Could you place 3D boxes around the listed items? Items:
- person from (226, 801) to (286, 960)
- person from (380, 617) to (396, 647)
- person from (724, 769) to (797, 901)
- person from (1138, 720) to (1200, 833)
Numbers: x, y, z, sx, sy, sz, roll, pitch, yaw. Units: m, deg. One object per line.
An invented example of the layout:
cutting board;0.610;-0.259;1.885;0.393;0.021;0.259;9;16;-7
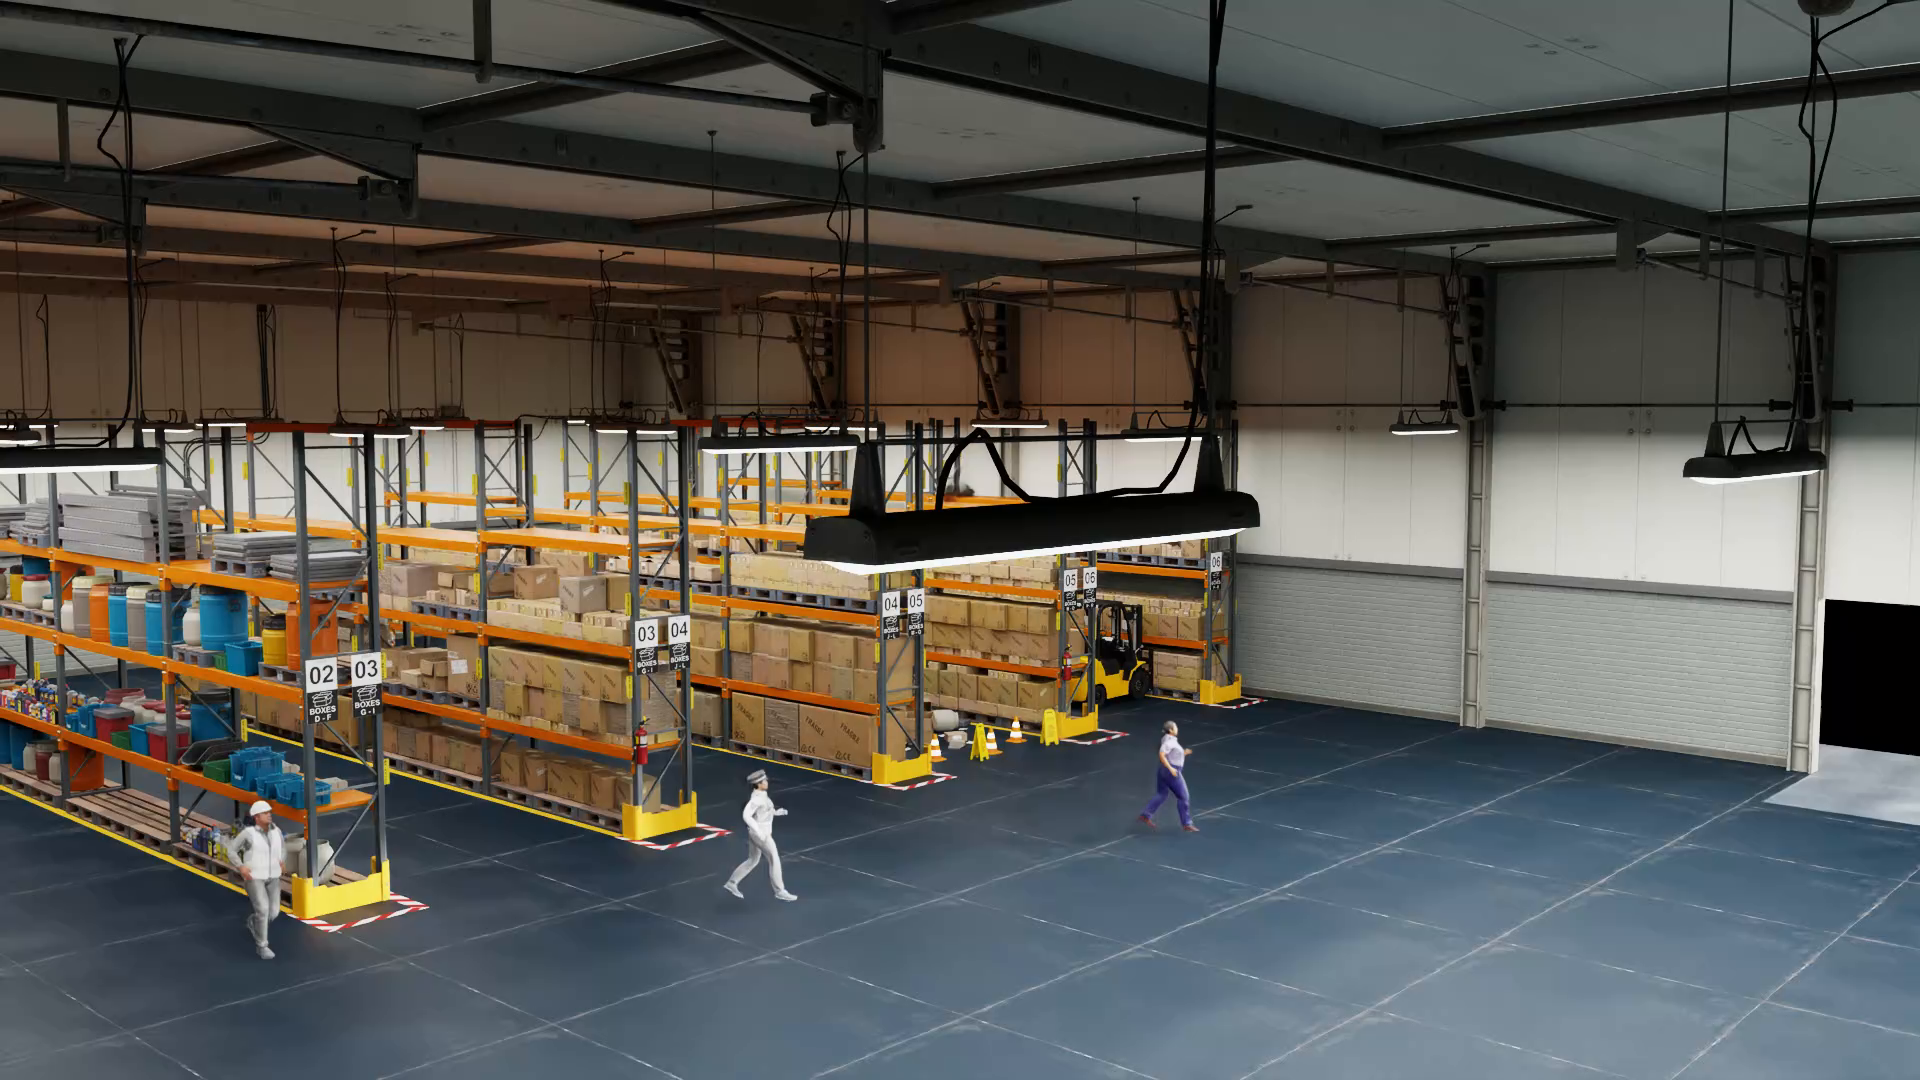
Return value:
person;-8.079;3.898;19.287;0.854;1.727;0.693;3;6;36
person;-12.519;2.501;36.067;0.619;1.744;0.641;5;7;44
person;-2.521;3.738;21.050;0.894;1.690;0.614;-1;5;-14
person;3.101;3.490;24.544;0.877;1.671;0.594;-1;5;-12
